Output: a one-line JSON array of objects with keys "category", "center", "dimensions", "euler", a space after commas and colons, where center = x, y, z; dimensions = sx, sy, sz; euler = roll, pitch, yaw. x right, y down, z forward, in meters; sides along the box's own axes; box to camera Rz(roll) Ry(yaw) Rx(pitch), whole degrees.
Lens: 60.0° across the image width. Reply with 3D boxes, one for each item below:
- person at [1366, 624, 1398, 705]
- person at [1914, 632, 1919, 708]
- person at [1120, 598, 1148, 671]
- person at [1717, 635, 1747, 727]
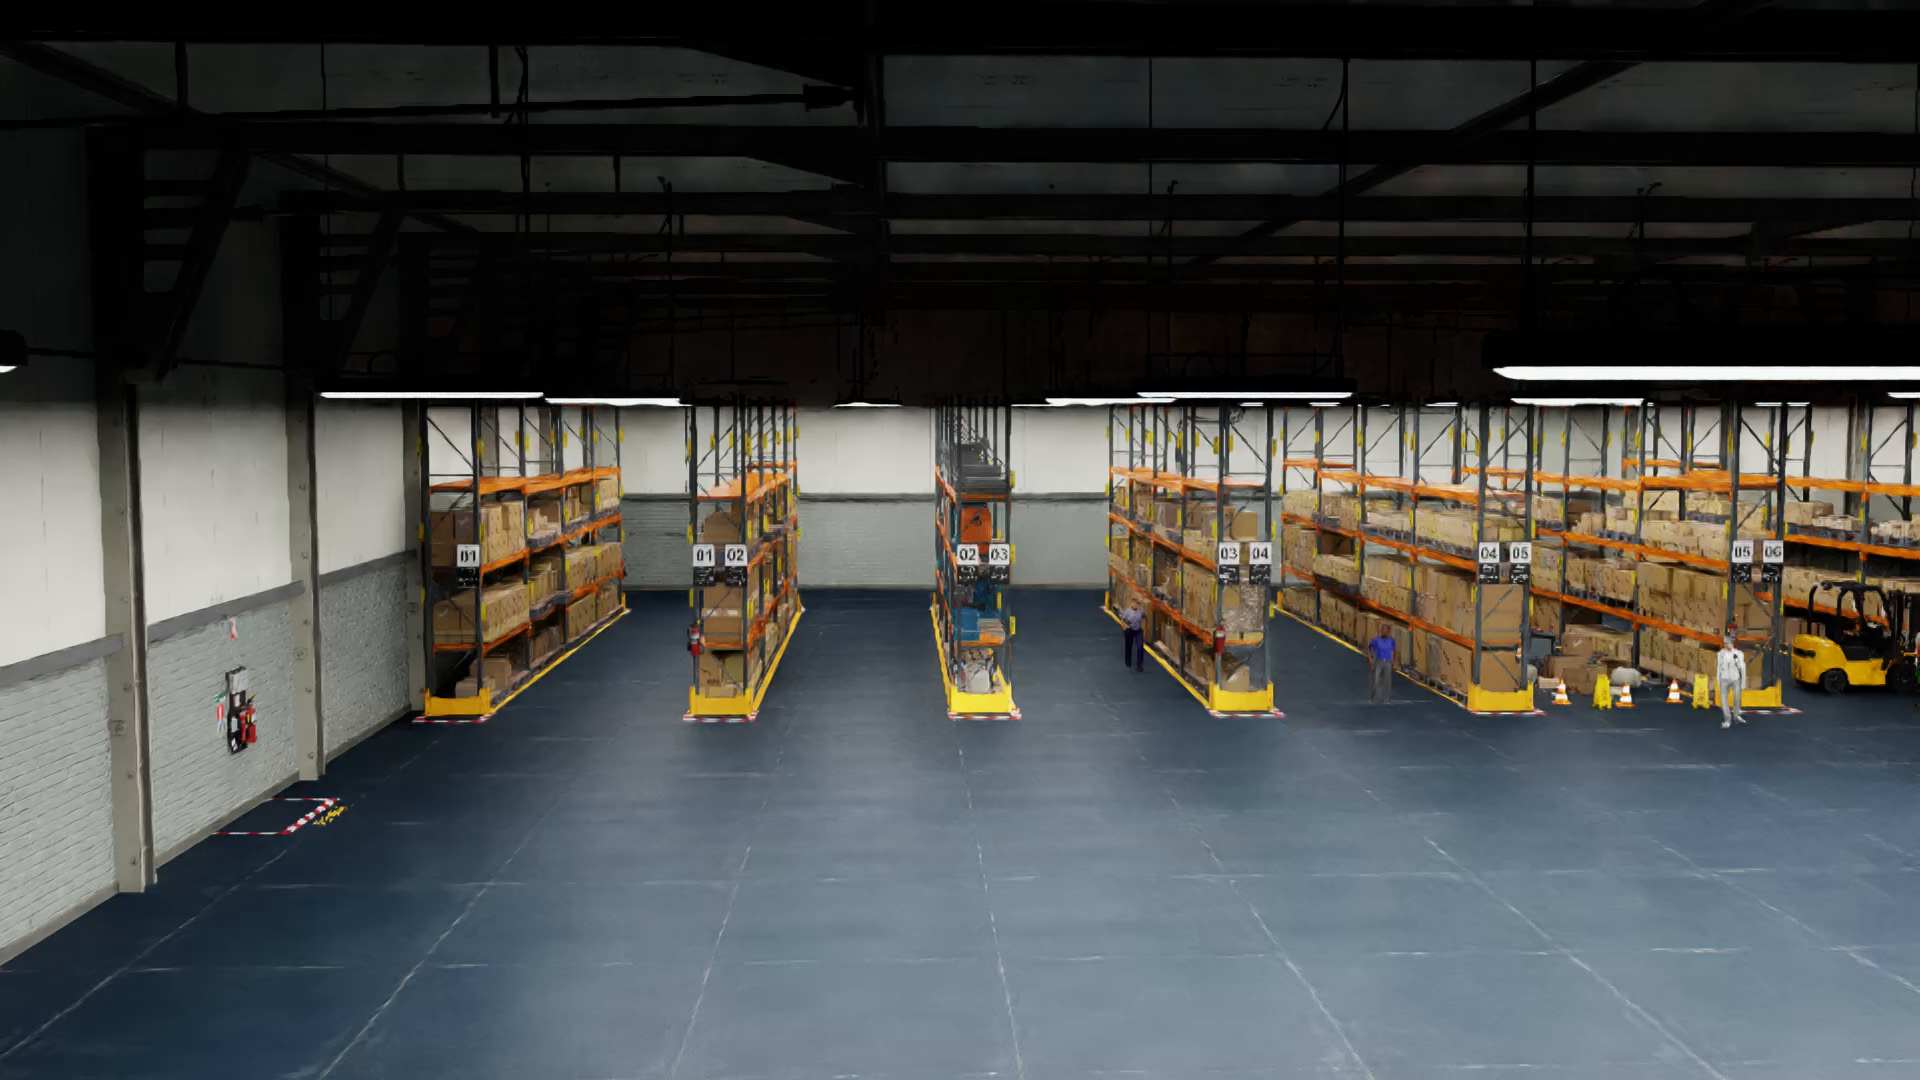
[{"category": "person", "center": [8.147, 2.403, 32.118], "dimensions": [0.592, 1.604, 0.518], "euler": [0, 5, -3]}, {"category": "person", "center": [18.613, 2.335, 31.881], "dimensions": [0.569, 1.780, 0.598], "euler": [4, 6, 43]}, {"category": "person", "center": [3.841, 2.050, 36.689], "dimensions": [0.628, 1.583, 0.828], "euler": [0, 5, 3]}, {"category": "person", "center": [13.986, 2.528, 30.135], "dimensions": [0.514, 1.662, 0.546], "euler": [3, 5, 34]}]
